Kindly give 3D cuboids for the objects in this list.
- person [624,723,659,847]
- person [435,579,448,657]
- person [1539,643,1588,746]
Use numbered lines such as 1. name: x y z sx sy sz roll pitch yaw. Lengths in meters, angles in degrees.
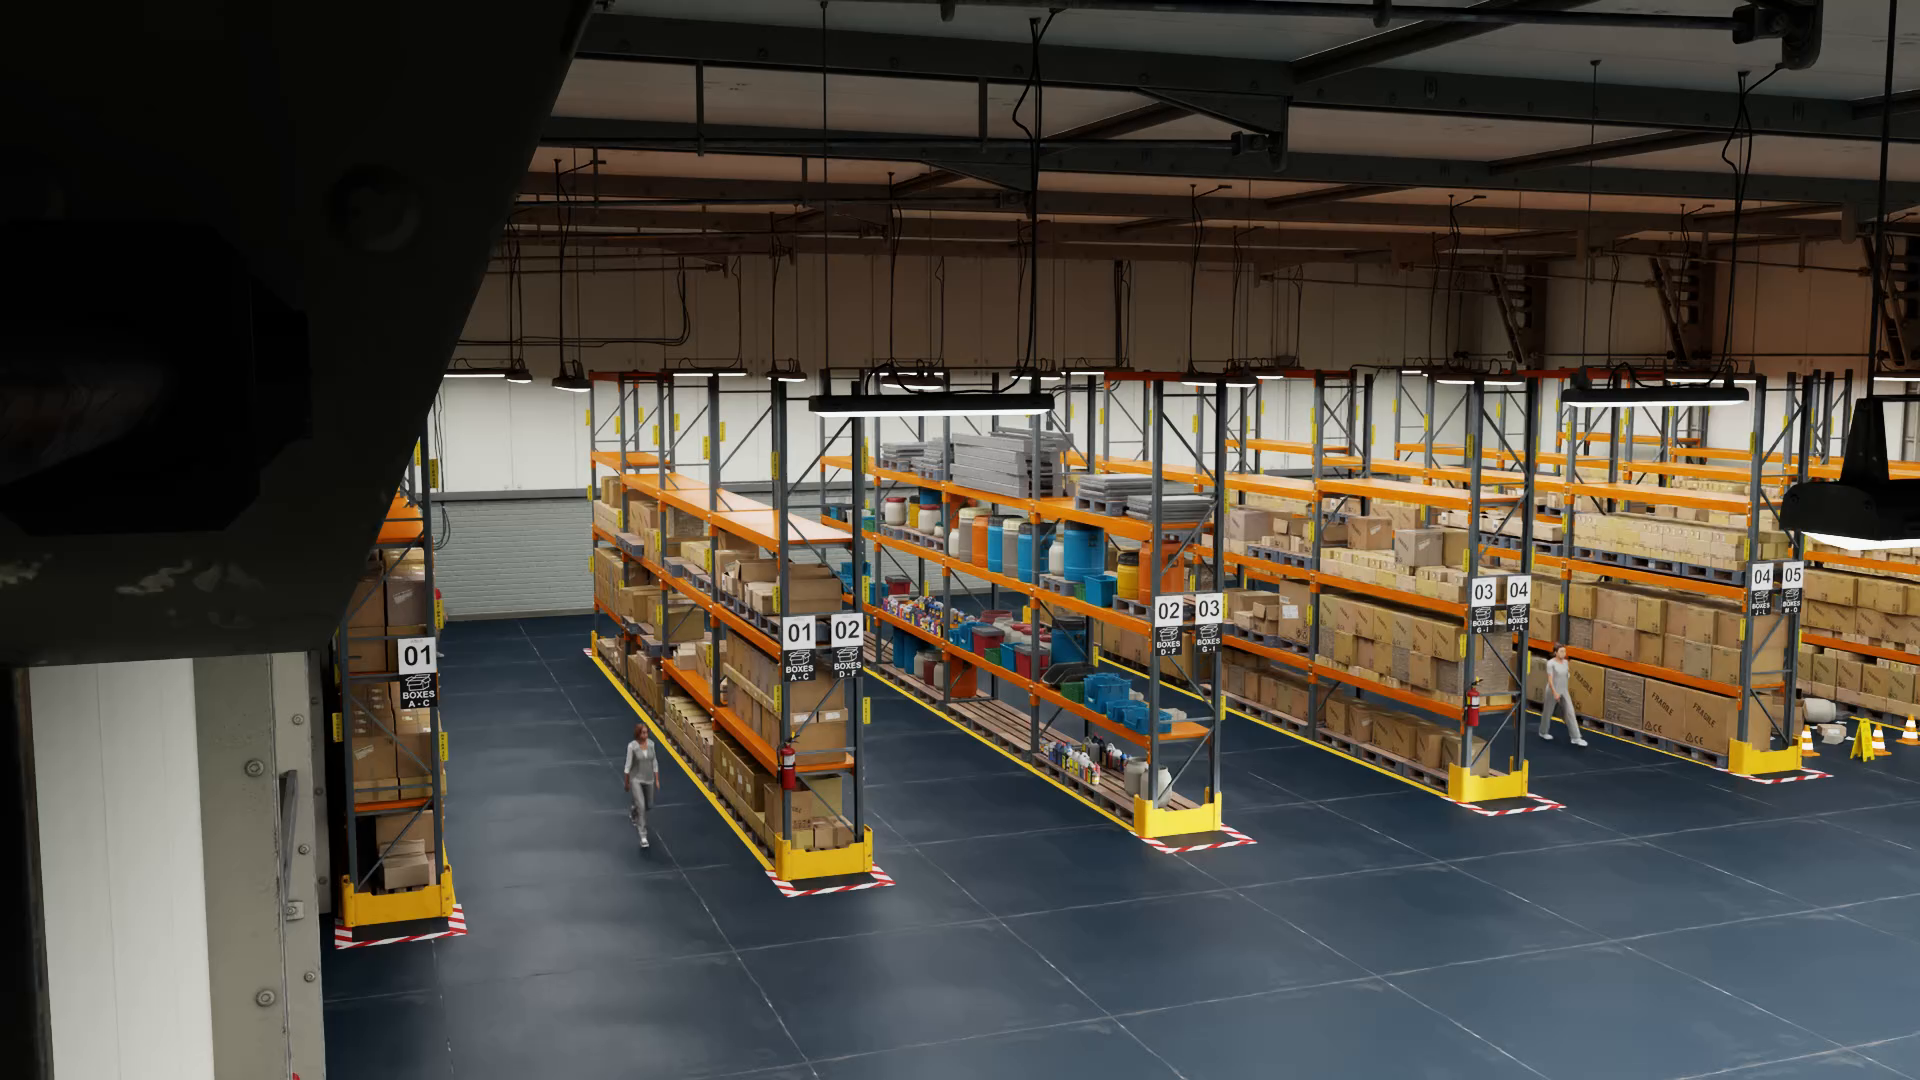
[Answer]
1. person: -4.172 3.145 21.726 0.430 1.530 0.912 -5 8 -38
2. person: -10.984 1.608 34.594 0.474 1.734 0.596 3 7 26
3. person: 9.760 2.487 26.990 0.481 1.626 0.948 -2 7 -13
